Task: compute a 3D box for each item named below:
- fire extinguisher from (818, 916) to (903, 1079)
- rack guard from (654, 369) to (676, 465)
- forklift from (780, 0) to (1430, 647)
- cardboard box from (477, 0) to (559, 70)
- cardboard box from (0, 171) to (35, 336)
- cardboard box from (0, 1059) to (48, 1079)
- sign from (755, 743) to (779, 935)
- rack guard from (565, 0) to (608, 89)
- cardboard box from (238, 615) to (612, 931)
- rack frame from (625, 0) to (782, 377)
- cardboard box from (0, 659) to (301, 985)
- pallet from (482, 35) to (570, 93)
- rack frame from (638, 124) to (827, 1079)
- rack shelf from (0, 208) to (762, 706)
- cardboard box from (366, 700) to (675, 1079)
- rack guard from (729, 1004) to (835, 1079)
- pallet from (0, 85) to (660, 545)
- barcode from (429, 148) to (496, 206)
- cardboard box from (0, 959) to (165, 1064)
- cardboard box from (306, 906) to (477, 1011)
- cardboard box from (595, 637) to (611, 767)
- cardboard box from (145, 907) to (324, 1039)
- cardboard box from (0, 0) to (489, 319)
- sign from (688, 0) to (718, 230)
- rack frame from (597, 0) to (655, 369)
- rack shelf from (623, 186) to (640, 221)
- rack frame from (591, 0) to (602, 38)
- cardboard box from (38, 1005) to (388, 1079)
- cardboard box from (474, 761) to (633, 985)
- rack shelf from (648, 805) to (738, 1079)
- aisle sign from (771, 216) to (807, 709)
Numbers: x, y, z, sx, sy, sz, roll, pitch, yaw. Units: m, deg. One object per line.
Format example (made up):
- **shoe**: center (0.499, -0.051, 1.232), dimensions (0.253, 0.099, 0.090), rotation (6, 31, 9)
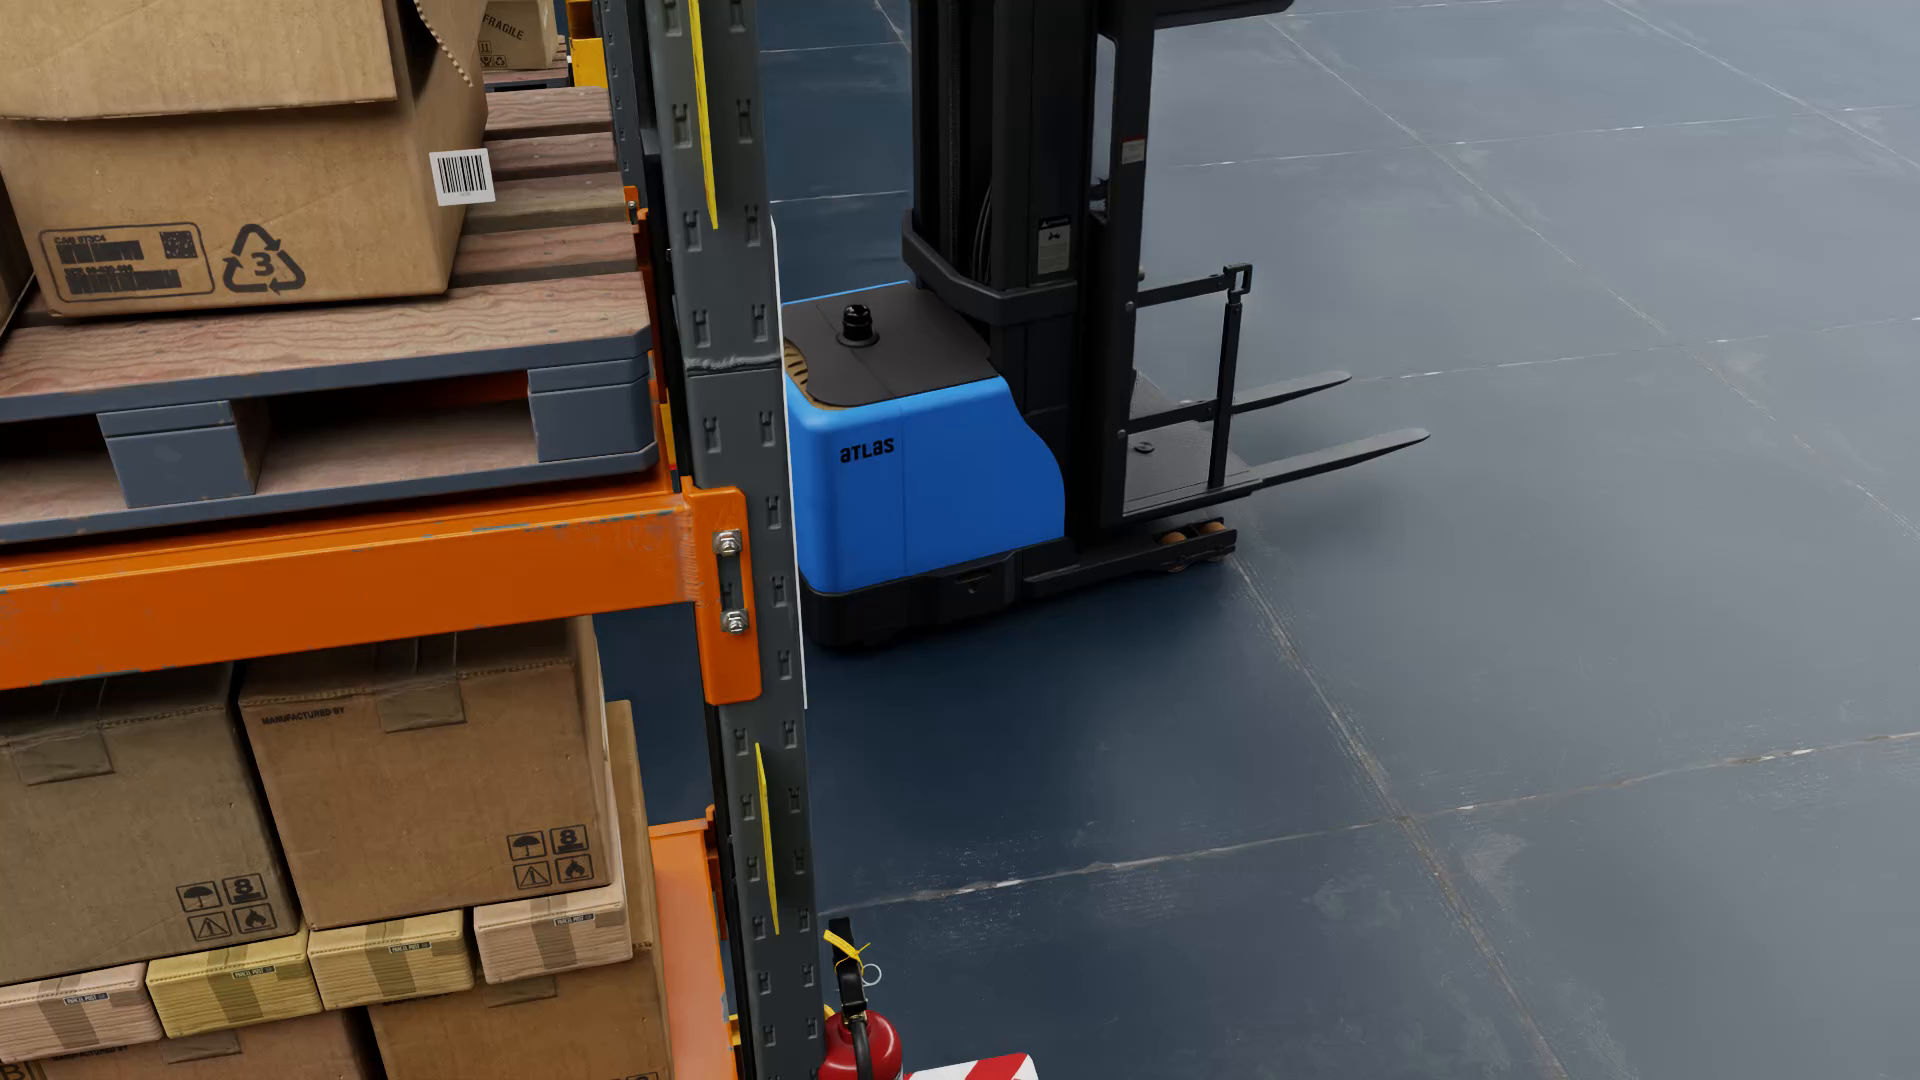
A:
- **fire extinguisher**: center (-0.190, 1.023, 3.104), dimensions (0.183, 0.674, 0.296), rotation (-7, 35, -11)
- **rack guard**: center (-1.561, -0.867, 8.094), dimensions (0.348, 0.500, 1.175), rotation (-7, 35, -11)
- **forklift**: center (0.625, -1.335, 6.609), dimensions (3.031, 2.935, 1.130), rotation (-14, 36, -20)
- **cardboard box**: center (-3.203, -3.701, 11.939), dimensions (0.500, 0.500, 0.500), rotation (-1, 34, -2)
- **cardboard box**: center (-1.473, -0.378, 2.062), dimensions (0.500, 0.250, 0.500), rotation (-7, 35, -11)
- **cardboard box**: center (-1.863, 0.887, 3.147), dimensions (0.500, 0.500, 0.700), rotation (-7, 34, -10)
- **sign**: center (-0.302, 0.470, 2.606), dimensions (0.005, 0.325, 0.100), rotation (-7, 35, -11)
- **rack guard**: center (-2.664, -3.585, 12.143), dimensions (0.348, 0.500, 1.175), rotation (-7, 35, -11)
- **cardboard box**: center (-0.918, 0.229, 2.962), dimensions (0.500, 0.500, 0.700), rotation (-7, 35, -10)
- **rack frame**: center (-0.408, -1.739, 1.765), dimensions (0.127, 3.000, 1.000), rotation (-7, 35, -11)
- **cardboard box**: center (-1.430, 0.297, 2.862), dimensions (0.500, 0.500, 0.700), rotation (-8, 35, -12)
- **pallet**: center (-3.464, -3.384, 12.103), dimensions (1.213, 0.211, 1.003), rotation (-7, 35, -11)
- **rack frame**: center (-0.408, 0.753, 3.437), dimensions (0.127, 3.000, 1.000), rotation (-7, 35, -11)
- **rack shelf**: center (-2.359, 0.052, 2.435), dimensions (4.000, 0.370, 1.077), rotation (-7, 35, -11)
- **cardboard box**: center (-0.866, 0.761, 3.334), dimensions (0.500, 0.500, 0.700), rotation (-7, 35, -11)
- **rack guard**: center (-0.385, 1.788, 4.138), dimensions (0.348, 0.500, 1.175), rotation (-7, 35, -11)
- **pallet**: center (-1.104, -0.383, 2.517), dimensions (1.213, 0.211, 1.003), rotation (-7, 35, -11)
- **barcode**: center (-0.596, -0.435, 1.993), dimensions (0.075, 0.075, 0.001), rotation (-7, 35, -11)
- **cardboard box**: center (-1.489, 0.686, 2.863), dimensions (0.250, 0.149, 0.380), rotation (-7, 34, -10)
- **cardboard box**: center (-0.994, 0.625, 2.955), dimensions (0.250, 0.149, 0.380), rotation (-6, 34, -9)
- **cardboard box**: center (-0.838, 0.373, 3.331), dimensions (0.250, 0.149, 0.380), rotation (-7, 35, -11)
- **cardboard box**: center (-1.243, 0.657, 2.908), dimensions (0.250, 0.149, 0.380), rotation (-8, 35, -11)
- **cardboard box**: center (-0.970, -0.700, 2.314), dimensions (0.637, 0.503, 0.797), rotation (-5, 34, -7)
- **sign**: center (-0.302, -0.531, 1.934), dimensions (0.005, 0.325, 0.100), rotation (-7, 35, -11)
- **rack frame**: center (-1.497, -1.940, 7.449), dimensions (0.127, 3.000, 1.000), rotation (-7, 35, -11)
- **rack shelf**: center (-3.448, -1.395, 7.283), dimensions (4.000, 0.370, 1.077), rotation (-7, 35, -11)
- **rack frame**: center (-2.590, -4.632, 11.461), dimensions (0.127, 3.000, 1.000), rotation (-7, 35, -11)
- **cardboard box**: center (-1.378, 0.829, 3.234), dimensions (0.500, 0.500, 0.700), rotation (-6, 34, -9)
- **cardboard box**: center (-0.739, 0.592, 3.004), dimensions (0.250, 0.149, 0.380), rotation (-8, 35, -11)
- **rack shelf**: center (-2.359, 1.297, 3.271), dimensions (4.000, 0.370, 1.077), rotation (-7, 35, -11)
- **aisle sign**: center (-0.279, -0.175, 2.486), dimensions (0.004, 0.787, 0.394), rotation (-7, 35, -11)
